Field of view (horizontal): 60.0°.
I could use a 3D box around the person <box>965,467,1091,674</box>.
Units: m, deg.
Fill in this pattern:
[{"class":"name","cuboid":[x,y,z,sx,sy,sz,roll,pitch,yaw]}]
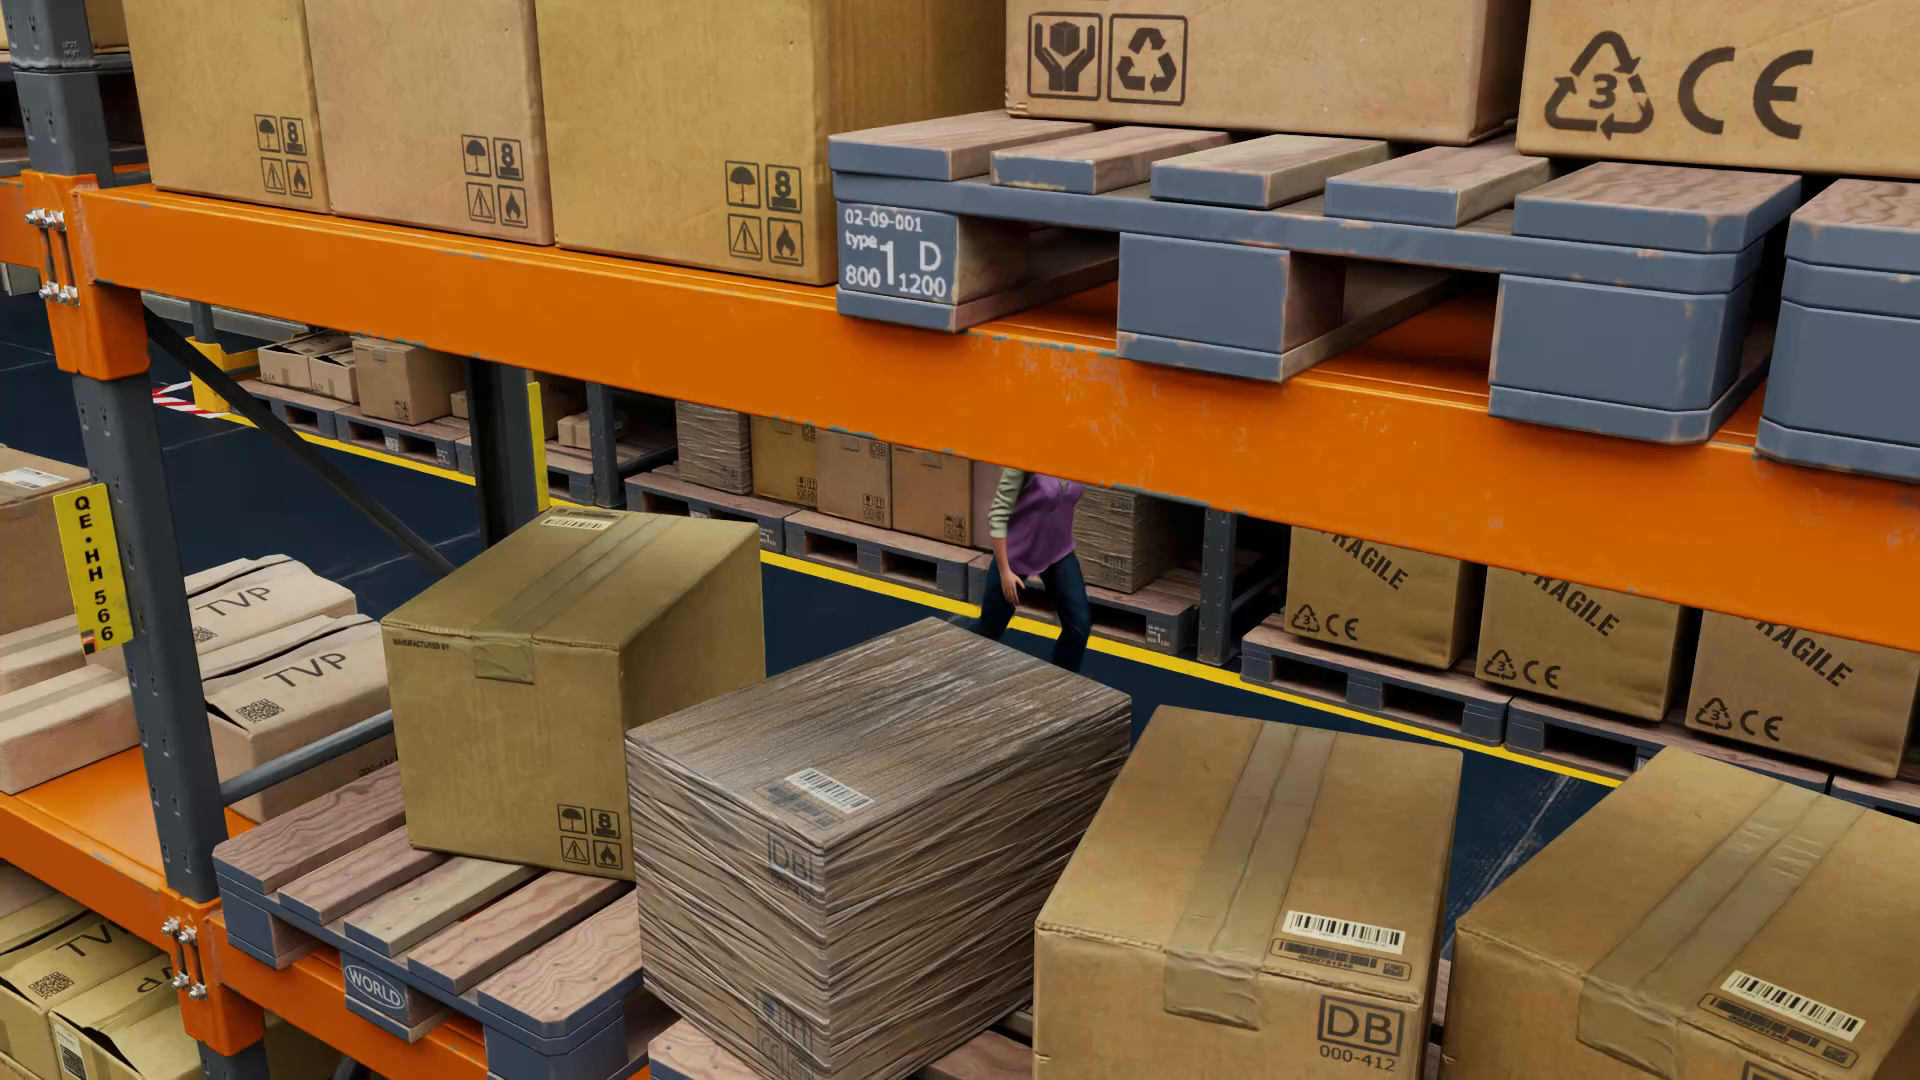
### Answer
[{"class":"person","cuboid":[0.226,0.045,7.016,0.485,1.539,0.788,-13,24,-32]}]
